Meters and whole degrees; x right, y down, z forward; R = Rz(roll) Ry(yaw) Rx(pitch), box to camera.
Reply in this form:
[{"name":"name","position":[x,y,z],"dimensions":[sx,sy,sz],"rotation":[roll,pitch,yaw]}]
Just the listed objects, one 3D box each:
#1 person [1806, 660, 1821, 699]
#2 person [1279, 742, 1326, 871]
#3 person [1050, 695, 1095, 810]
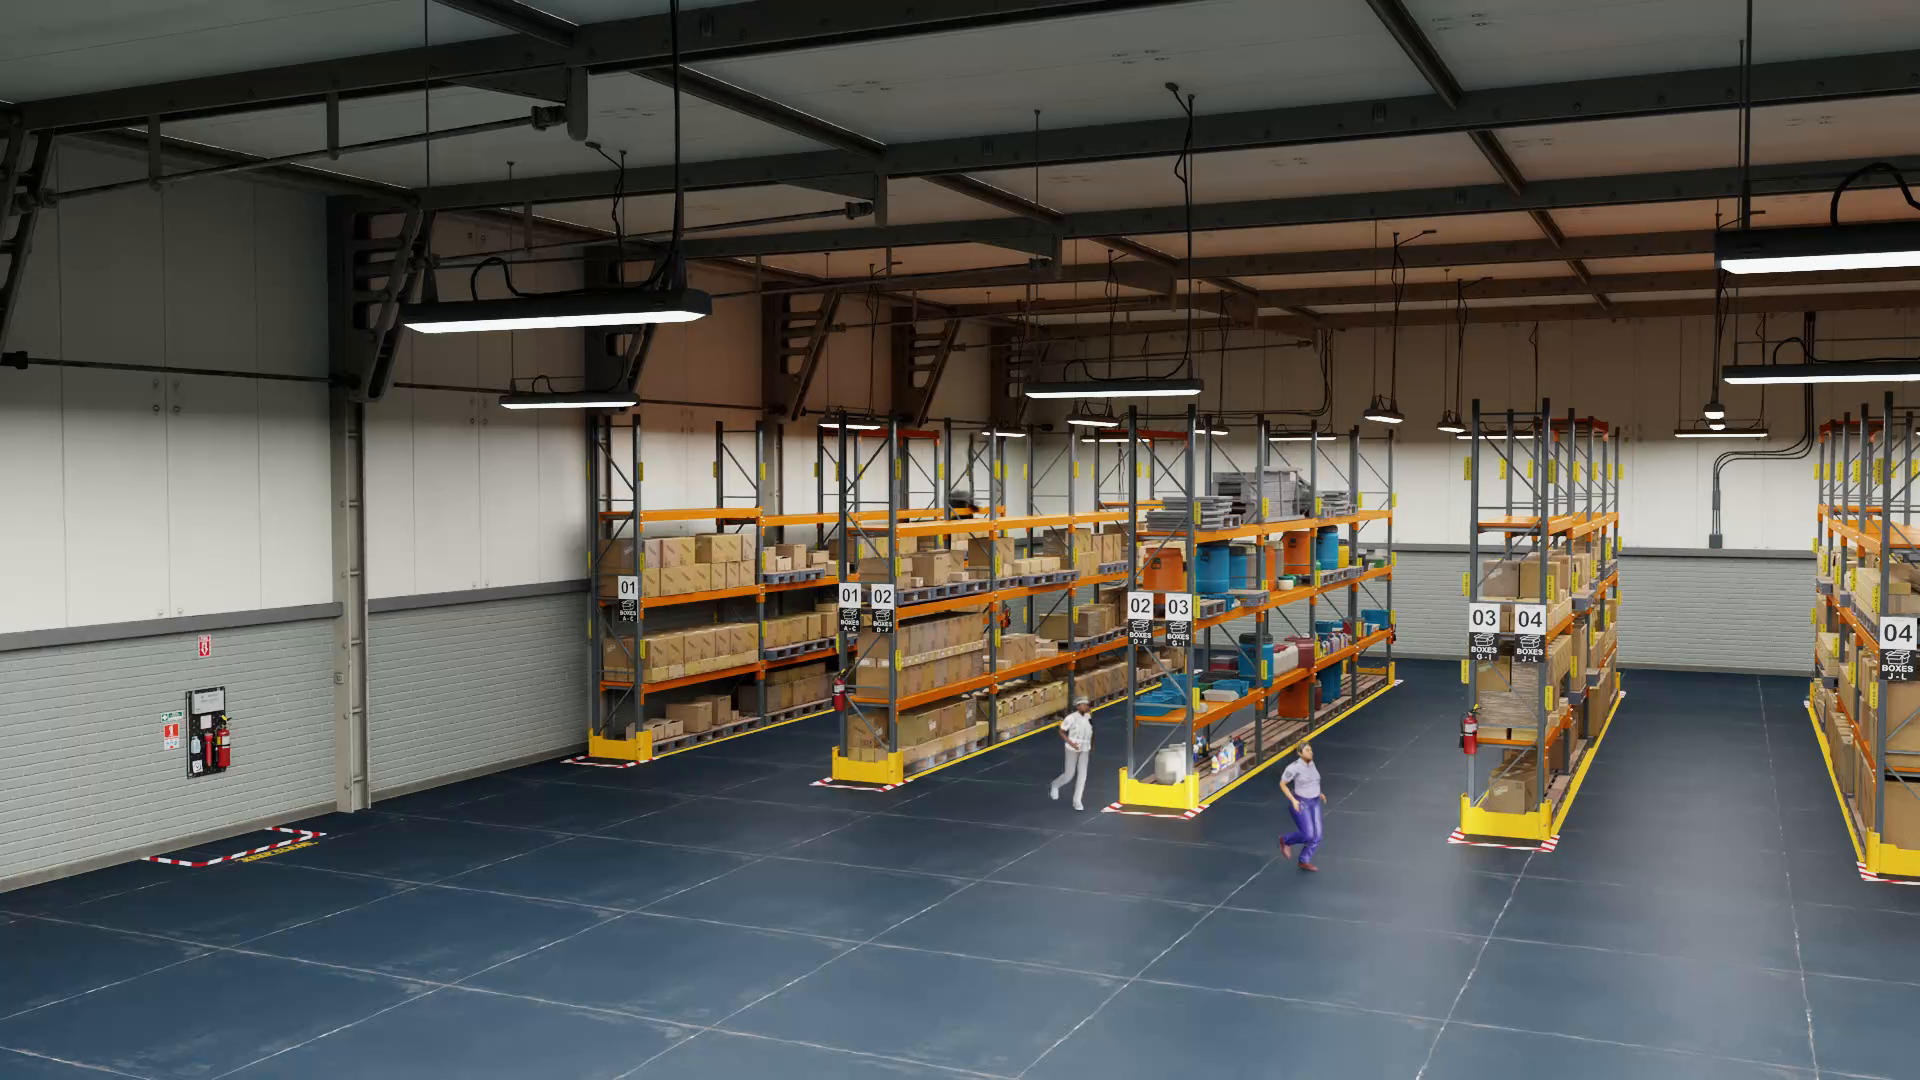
[{"name":"person","position":[18.905,2.711,36.297],"dimensions":[0.654,1.617,0.610],"rotation":[0,2,8]},{"name":"person","position":[4.325,3.347,20.956],"dimensions":[0.614,1.604,0.551],"rotation":[-2,3,-36]},{"name":"person","position":[1.779,3.149,24.891],"dimensions":[0.632,1.652,0.837],"rotation":[-1,3,-26]}]
